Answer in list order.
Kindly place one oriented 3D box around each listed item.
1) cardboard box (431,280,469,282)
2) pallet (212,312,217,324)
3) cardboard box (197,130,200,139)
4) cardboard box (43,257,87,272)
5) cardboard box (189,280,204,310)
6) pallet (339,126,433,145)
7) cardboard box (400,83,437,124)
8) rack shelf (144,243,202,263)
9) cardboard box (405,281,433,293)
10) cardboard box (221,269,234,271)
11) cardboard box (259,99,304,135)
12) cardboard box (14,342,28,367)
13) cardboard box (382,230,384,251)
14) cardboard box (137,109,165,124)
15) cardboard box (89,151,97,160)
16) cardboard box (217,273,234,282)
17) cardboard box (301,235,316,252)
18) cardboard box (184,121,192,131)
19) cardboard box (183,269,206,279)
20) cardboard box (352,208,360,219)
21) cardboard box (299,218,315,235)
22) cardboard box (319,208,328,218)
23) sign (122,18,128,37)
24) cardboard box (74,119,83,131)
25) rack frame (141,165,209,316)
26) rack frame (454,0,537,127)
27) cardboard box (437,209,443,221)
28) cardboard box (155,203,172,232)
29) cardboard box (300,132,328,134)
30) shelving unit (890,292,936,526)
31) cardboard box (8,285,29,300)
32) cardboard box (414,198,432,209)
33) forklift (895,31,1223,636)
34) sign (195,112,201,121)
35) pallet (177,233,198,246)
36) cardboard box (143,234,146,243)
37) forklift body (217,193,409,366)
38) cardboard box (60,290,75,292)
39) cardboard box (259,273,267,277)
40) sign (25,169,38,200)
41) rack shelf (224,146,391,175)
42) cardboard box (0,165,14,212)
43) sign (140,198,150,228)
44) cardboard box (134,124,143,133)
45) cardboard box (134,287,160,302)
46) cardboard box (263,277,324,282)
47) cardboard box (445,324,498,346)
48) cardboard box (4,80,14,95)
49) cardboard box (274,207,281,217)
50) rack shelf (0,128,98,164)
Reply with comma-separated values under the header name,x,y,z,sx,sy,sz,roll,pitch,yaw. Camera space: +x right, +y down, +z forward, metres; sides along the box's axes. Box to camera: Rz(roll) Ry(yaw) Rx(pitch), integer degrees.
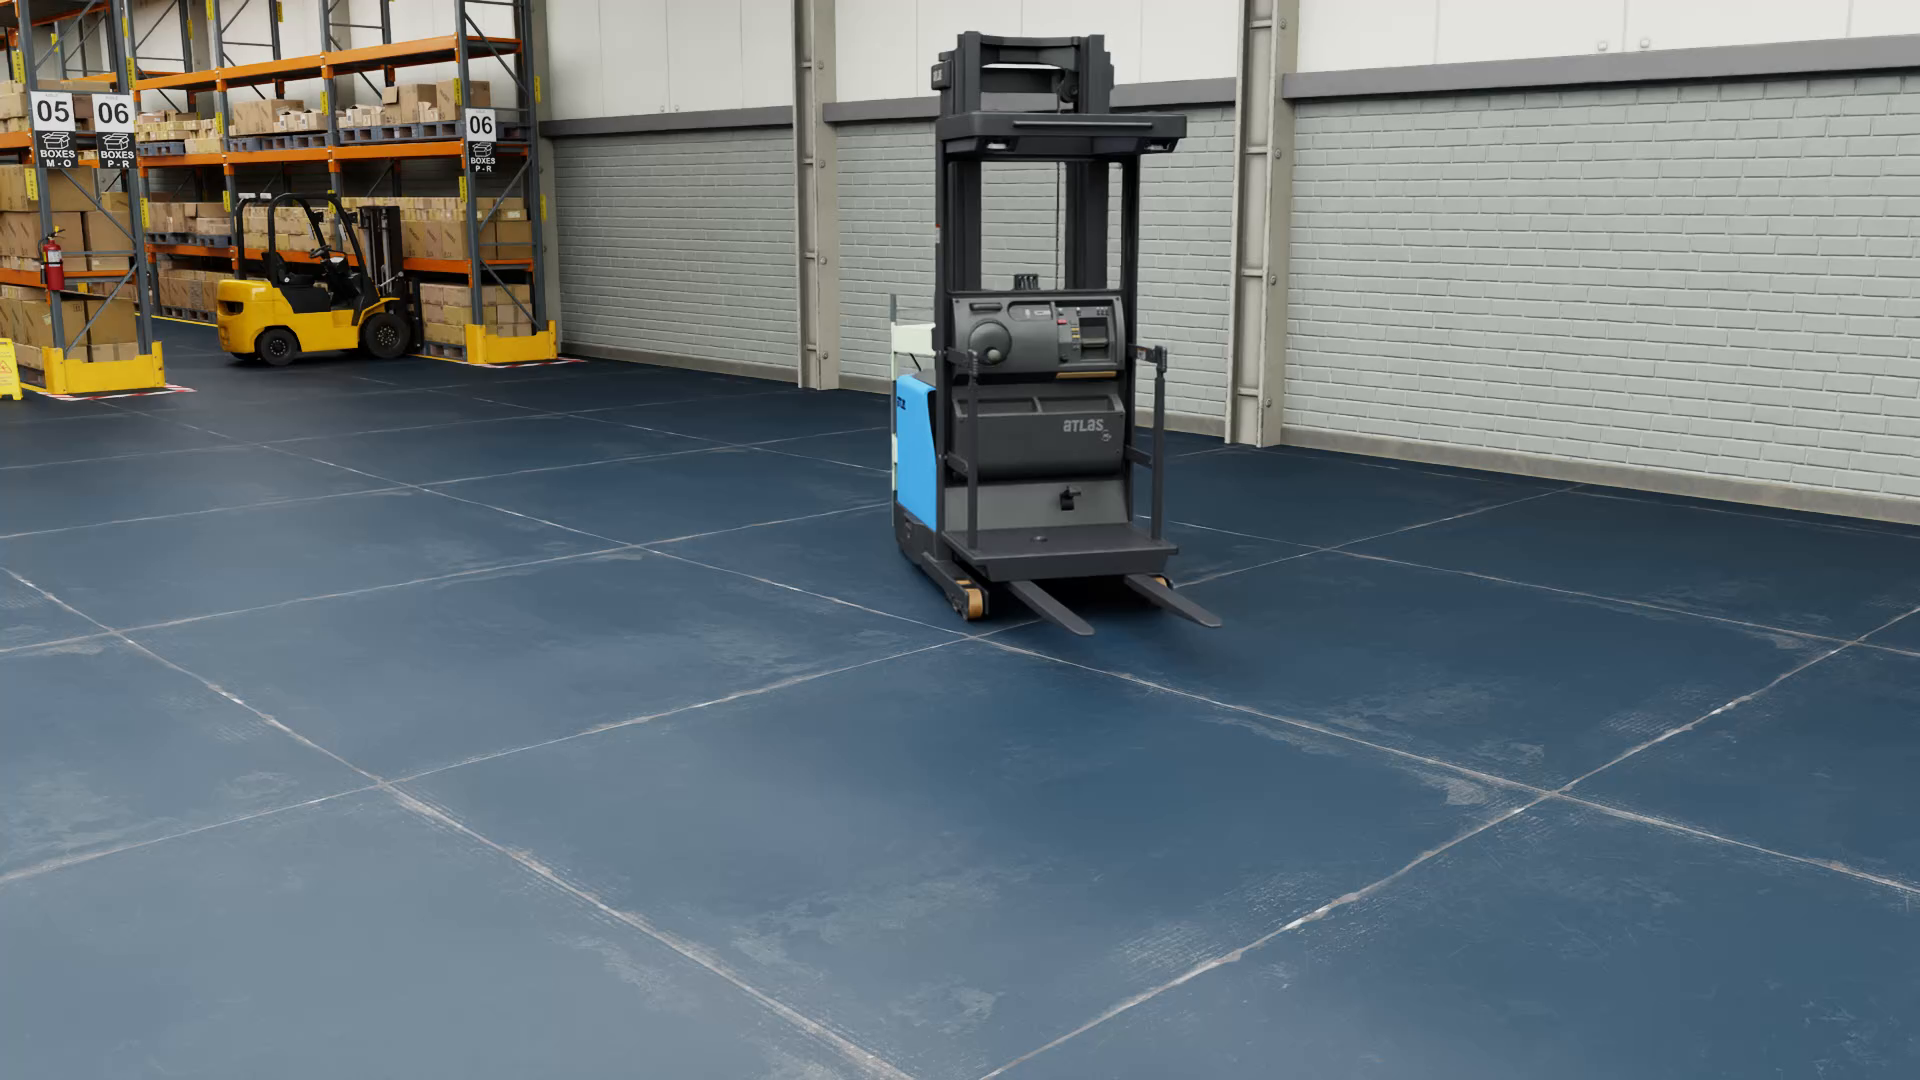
name,x,y,z,sx,sy,sz,roll,pitch,yaw
cardboard box,-7.128,-3.505,23.286,0.500,0.250,0.500,-11,16,-44
pallet,-11.912,-3.753,28.106,1.003,0.211,1.213,-11,16,-43
cardboard box,-12.510,-6.770,27.788,0.380,0.149,0.250,-11,16,-42
cardboard box,-9.900,-3.047,18.389,0.380,0.149,0.250,-10,15,-41
cardboard box,-12.945,-4.242,28.720,0.500,0.500,0.500,11,16,43
pallet,-8.054,-5.726,23.556,1.003,0.211,1.213,-11,16,-43
cardboard box,-7.016,-5.804,22.180,0.700,0.500,0.500,-11,16,-42
rack shelf,-15.567,-5.528,31.593,1.077,0.370,4.000,-11,16,-43
cardboard box,-7.500,-3.431,22.925,0.500,0.250,0.500,-11,16,-44
cardboard box,-12.799,-4.691,29.294,0.380,0.149,0.250,-11,16,-42
cardboard box,-10.397,-6.489,25.506,0.500,0.500,0.500,-10,16,-41
cardboard box,-10.591,-2.161,19.241,0.500,0.250,0.500,-11,16,-42
cardboard box,-7.822,-4.221,23.220,0.500,0.500,0.500,-11,16,-43
cardboard box,-14.231,-7.445,29.252,0.396,0.266,0.258,-11,16,-43
cardboard box,-16.248,-7.277,31.489,0.380,0.149,0.250,-11,16,-43
cardboard box,-12.159,-4.376,27.765,0.250,0.149,0.380,11,16,42
cardboard box,-9.550,-4.457,24.984,0.500,0.250,0.500,-11,16,-43
cardboard box,-12.771,-6.940,27.875,0.380,0.149,0.250,-11,16,-42
cardboard box,-13.353,-4.653,29.109,0.380,0.149,0.250,-11,16,-43
cardboard box,-8.452,-4.667,23.775,0.380,0.149,0.250,-10,16,-41
cardboard box,-9.546,-4.703,24.936,0.500,0.250,0.500,11,16,44
cardboard box,-9.249,-4.842,24.623,0.380,0.149,0.250,-11,16,-43
sign,-14.591,-8.950,29.042,0.100,0.325,0.005,-11,16,-43
cardboard box,-9.727,-4.611,18.546,0.250,0.149,0.380,11,16,43
rack frame,-14.186,-5.589,30.104,1.000,3.000,0.127,-11,16,-43
rack frame,-5.899,-6.776,20.998,1.000,3.000,0.127,-11,16,-43
cardboard box,-6.674,-4.295,21.970,0.380,0.149,0.250,-11,16,-42
cardboard box,-13.656,-5.666,29.190,0.700,0.500,0.500,-11,16,-42
cardboard box,-9.898,-6.314,25.482,0.380,0.166,0.250,-11,16,-43
shelving unit,-0.048,-0.794,10.549,0.431,1.500,0.755,-10,15,-39
cardboard box,-10.702,-2.851,19.123,0.380,0.149,0.250,-11,16,-42
cardboard box,-7.070,-4.508,22.266,0.380,0.149,0.250,-10,16,-41
forklift,0.474,-1.114,8.553,1.130,2.935,3.031,-3,12,-14
sign,-13.787,-7.582,30.087,0.100,0.325,0.005,-11,16,-43
pallet,-12.770,-5.194,28.664,1.003,0.211,1.213,-11,16,-43
cardboard box,-14.589,-5.477,30.184,0.380,0.149,0.250,-11,16,-42
forklift body,-8.528,-3.444,21.798,2.313,2.155,1.214,-11,16,-43
cardboard box,-11.294,-2.832,20.639,0.500,0.500,0.500,-11,16,-42
cardboard box,-11.559,-4.423,27.995,0.380,0.149,0.250,-10,15,-40
sign,-9.902,-3.792,17.733,0.100,0.325,0.005,-11,16,-43
rack shelf,-10.043,-5.830,25.623,1.077,0.370,4.000,-11,16,-43
cardboard box,-10.341,-3.948,18.680,0.700,0.500,0.500,-11,16,-42
sign,-9.094,-3.645,18.523,0.100,0.325,0.005,-11,16,-43
cardboard box,-14.297,-7.230,29.236,0.380,0.149,0.250,-10,15,-41
cardboard box,-15.030,-4.548,30.786,0.396,0.266,0.258,-10,15,-41
cardboard box,-10.546,-3.860,26.559,0.875,0.625,0.625,-10,15,-41
cardboard box,-6.452,-2.721,21.957,0.500,0.250,0.500,-11,16,-42
cardboard box,-10.274,-4.968,18.302,0.380,0.149,0.250,-11,16,-43
cardboard box,-10.518,-5.097,25.862,0.380,0.149,0.250,-10,16,-41
rack shelf,-10.868,-4.554,19.430,1.077,0.370,4.000,-11,16,-43
